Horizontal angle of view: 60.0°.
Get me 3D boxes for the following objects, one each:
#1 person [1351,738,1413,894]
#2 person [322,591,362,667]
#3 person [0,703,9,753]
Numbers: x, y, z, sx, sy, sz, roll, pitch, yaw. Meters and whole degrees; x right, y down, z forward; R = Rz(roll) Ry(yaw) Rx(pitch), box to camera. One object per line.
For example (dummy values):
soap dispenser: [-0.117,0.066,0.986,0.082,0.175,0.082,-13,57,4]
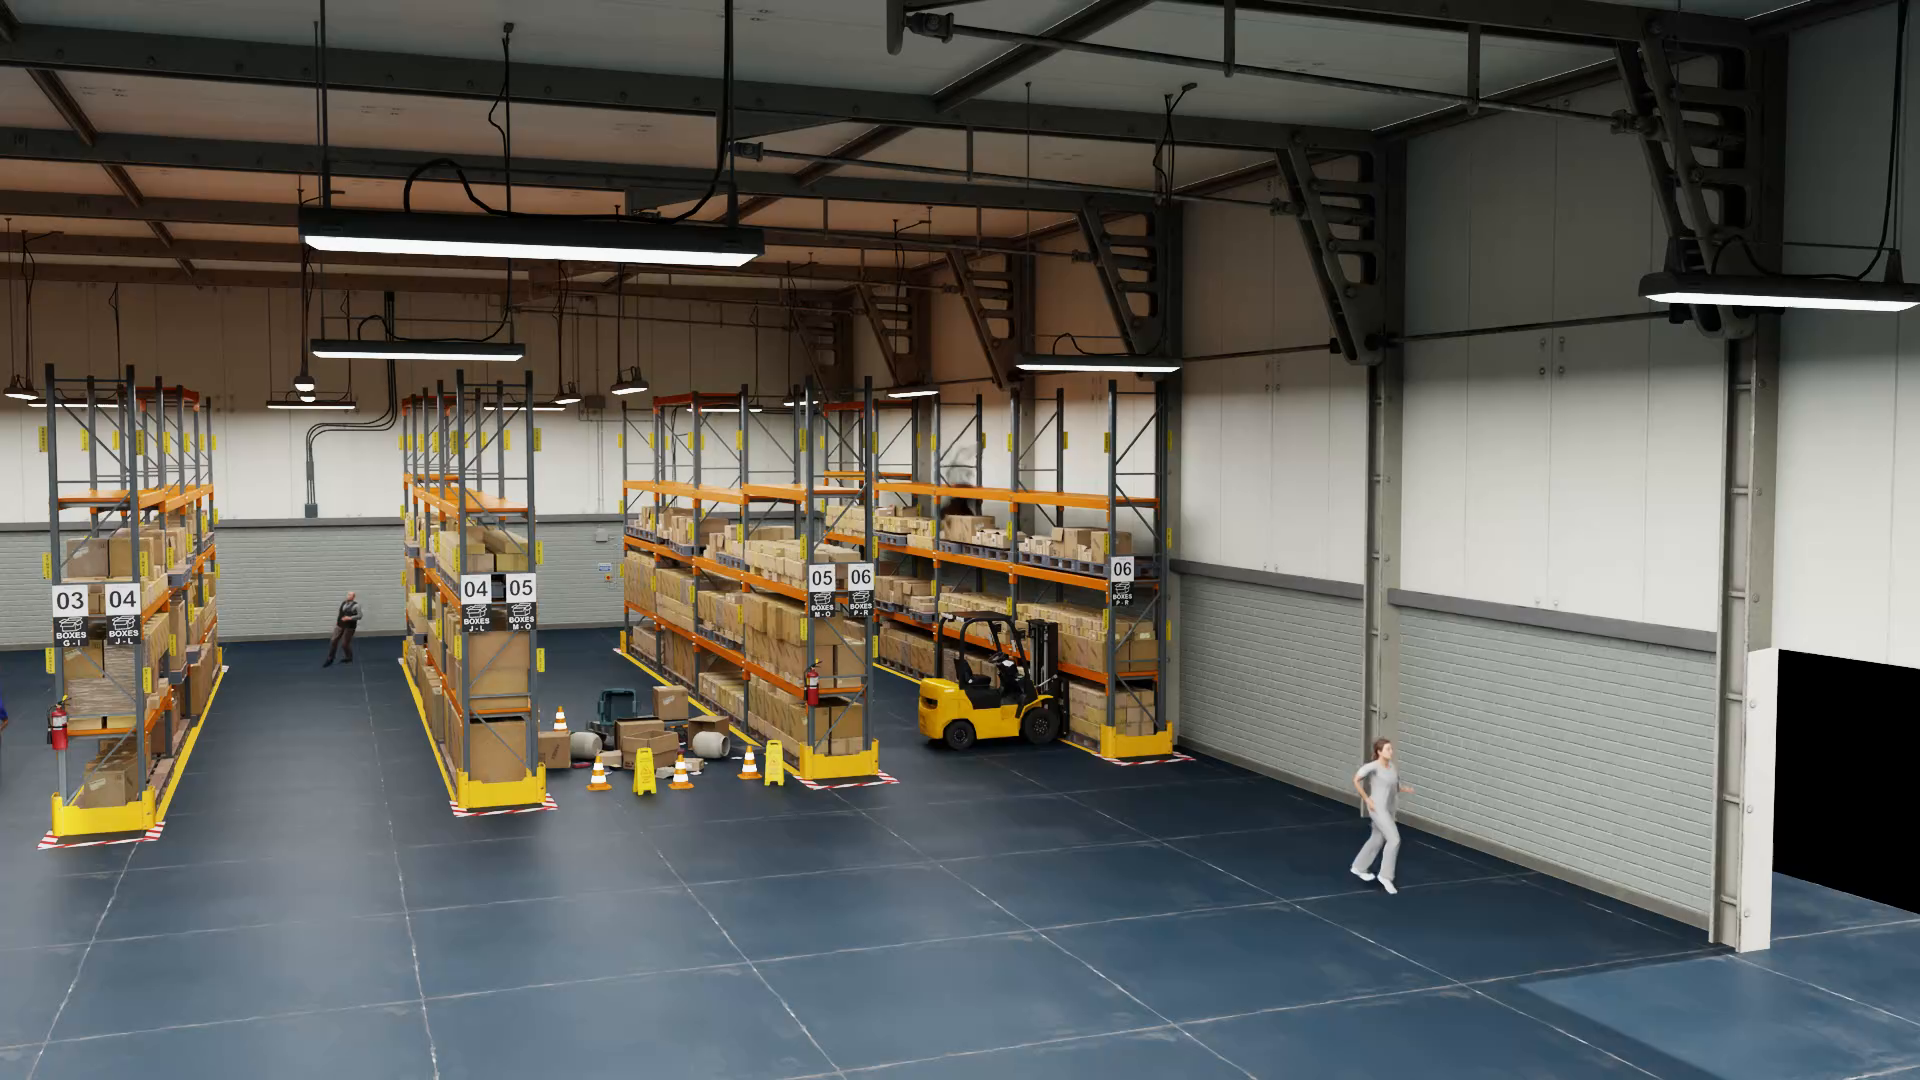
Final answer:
person: [4.724,3.130,18.680,0.753,1.625,0.545,3,5,44]
person: [-13.853,1.988,37.385,0.697,1.699,0.756,1,4,19]
person: [-13.714,2.831,23.431,0.574,1.603,0.561,-2,4,-32]
